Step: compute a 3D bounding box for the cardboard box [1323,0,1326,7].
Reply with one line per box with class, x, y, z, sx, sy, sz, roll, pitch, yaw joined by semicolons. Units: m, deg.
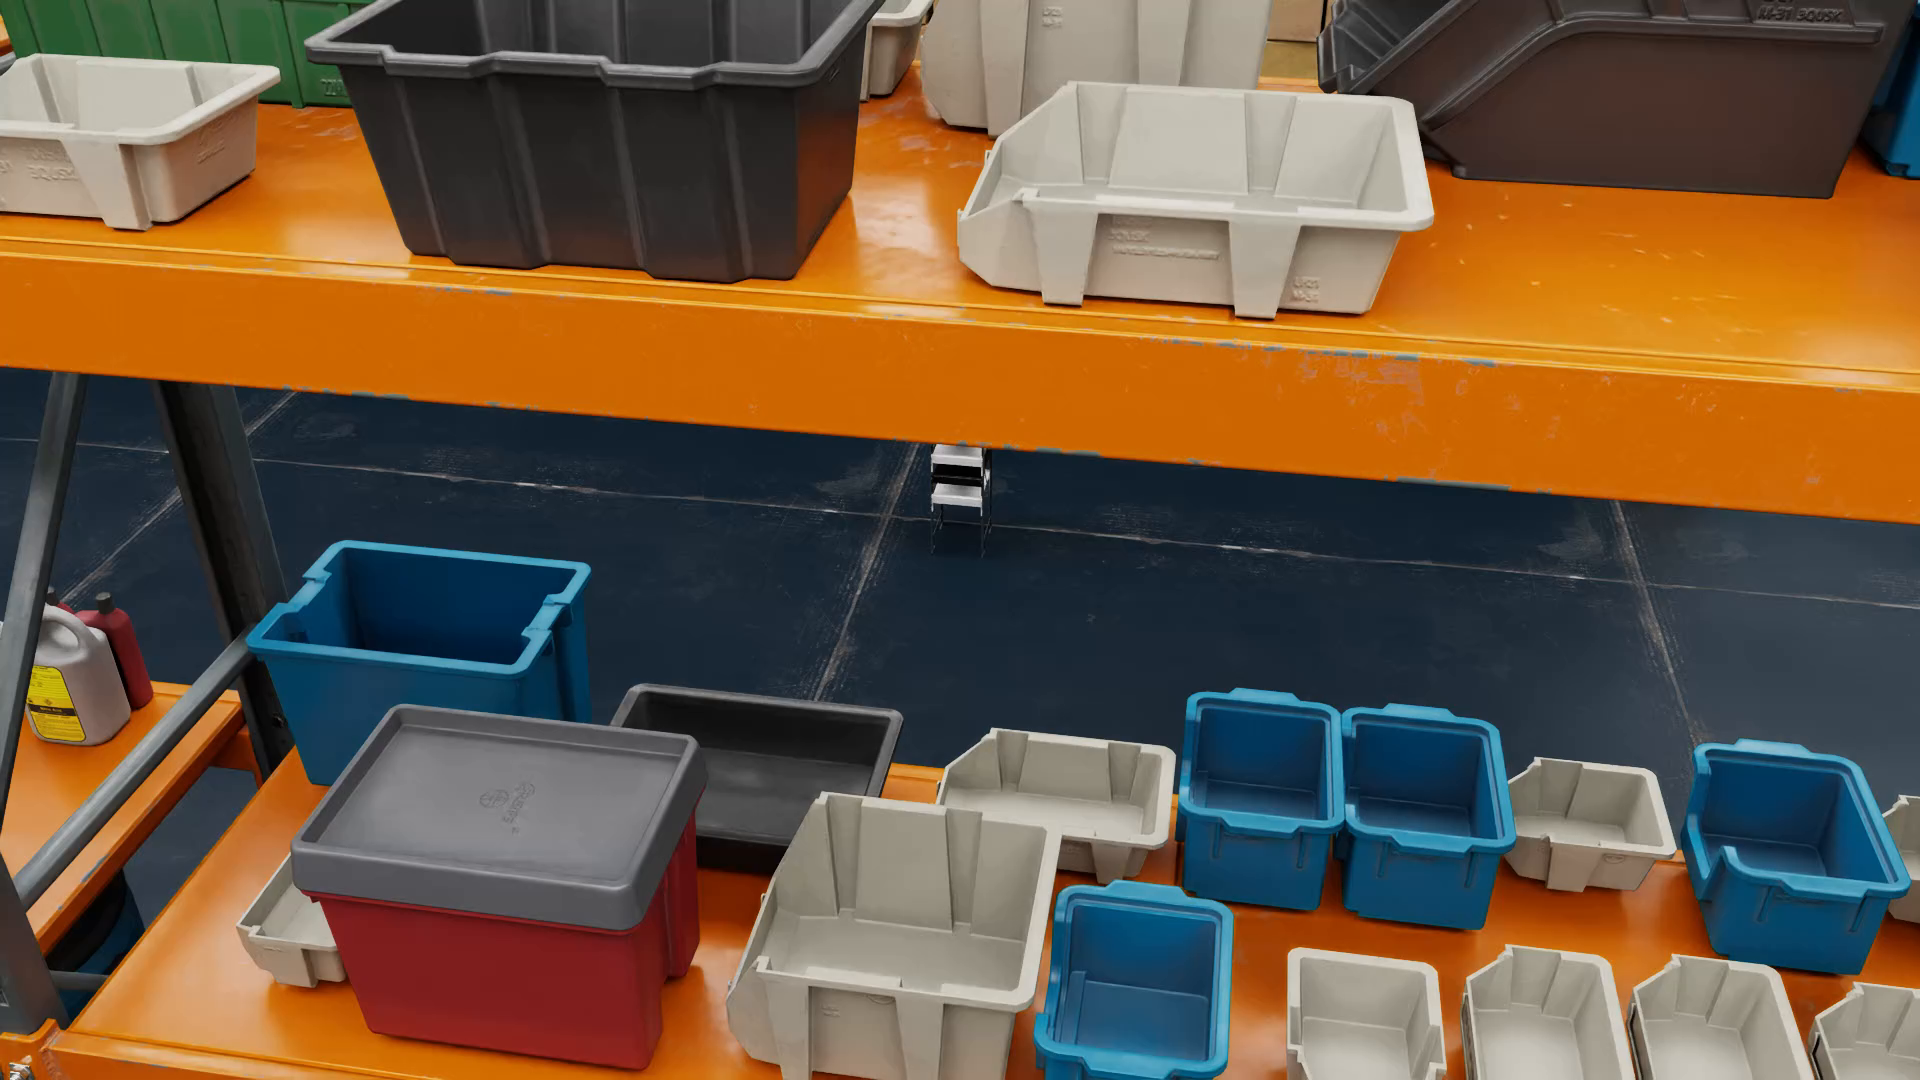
cardboard box;1.790;-2.523;6.917;0.500;0.500;0.500;6;32;9

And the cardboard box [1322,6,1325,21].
cardboard box;1.795;-2.099;7.182;0.500;0.500;0.500;5;32;8

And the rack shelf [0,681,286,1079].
rack shelf;-3.560;0.570;3.690;4.000;0.370;1.077;5;32;8

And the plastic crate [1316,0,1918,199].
plastic crate;0.895;-0.725;2.312;0.767;0.338;0.504;5;32;8

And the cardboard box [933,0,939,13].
cardboard box;0.175;-2.378;6.685;0.500;0.500;0.500;4;32;7

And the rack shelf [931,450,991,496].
rack shelf;0.008;-0.276;6.576;0.200;0.077;0.258;5;32;8

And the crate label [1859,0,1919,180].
crate label;1.500;-0.659;2.289;0.502;0.251;0.408;5;32;8

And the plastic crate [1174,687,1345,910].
plastic crate;0.573;0.508;3.213;0.300;0.233;0.416;5;32;8

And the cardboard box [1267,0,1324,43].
cardboard box;1.191;-2.286;6.538;0.500;0.500;0.500;6;33;10

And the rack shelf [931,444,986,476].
rack shelf;0.008;-0.352;6.528;0.200;0.077;0.258;5;32;8

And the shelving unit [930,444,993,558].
shelving unit;0.008;-0.381;6.510;0.210;0.900;0.258;5;32;8

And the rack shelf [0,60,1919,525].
rack shelf;0.383;-0.344;2.324;4.000;0.370;1.077;5;32;8

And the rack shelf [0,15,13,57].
rack shelf;-3.560;-0.701;2.894;4.000;0.370;1.077;5;32;8

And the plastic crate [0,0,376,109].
plastic crate;-1.120;-0.858;2.666;0.662;0.188;0.450;5;32;8

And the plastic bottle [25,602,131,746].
plastic bottle;-1.920;0.260;3.554;0.185;0.351;0.144;5;32;8

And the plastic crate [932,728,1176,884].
plastic crate;0.179;0.528;3.271;0.466;0.136;0.293;5;32;8

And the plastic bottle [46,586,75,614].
plastic bottle;-2.009;0.225;3.673;0.133;0.283;0.061;5;32;8

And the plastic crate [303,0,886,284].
plastic crate;-0.410;-0.518;2.047;0.590;0.269;0.497;5;32;8

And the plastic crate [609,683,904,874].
plastic crate;-0.439;0.494;3.336;0.590;0.125;0.437;5;32;8

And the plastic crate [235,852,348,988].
plastic crate;-1.153;0.646;3.082;0.243;0.136;0.396;5;32;8

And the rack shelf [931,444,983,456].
rack shelf;0.008;-0.429;6.480;0.200;0.077;0.258;5;32;8

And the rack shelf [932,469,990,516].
rack shelf;0.008;-0.200;6.623;0.200;0.077;0.258;5;32;8

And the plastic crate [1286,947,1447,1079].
plastic crate;0.664;0.847;2.762;0.250;0.136;0.298;5;32;8

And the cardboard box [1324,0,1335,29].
cardboard box;1.697;-2.240;6.465;0.500;0.500;0.500;6;33;10

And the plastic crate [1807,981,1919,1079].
plastic crate;1.521;0.909;2.663;0.243;0.136;0.396;5;32;8

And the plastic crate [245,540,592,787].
plastic crate;-1.070;0.288;3.421;0.575;0.384;0.392;5;32;8

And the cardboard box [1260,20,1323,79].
cardboard box;1.205;-1.866;6.810;0.500;0.500;0.500;5;32;8

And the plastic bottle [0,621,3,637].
plastic bottle;-2.126;0.259;3.696;0.097;0.201;0.097;0;32;0

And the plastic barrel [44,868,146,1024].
plastic barrel;-2.121;1.098;3.751;0.708;0.901;0.600;5;32;8

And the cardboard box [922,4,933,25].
cardboard box;-0.334;-2.424;6.758;0.500;0.500;0.500;6;33;9

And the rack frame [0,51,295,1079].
rack frame;-1.589;0.445;3.211;0.053;2.616;0.949;5;32;8

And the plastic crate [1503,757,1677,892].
plastic crate;1.196;0.560;3.219;0.298;0.136;0.250;5;32;8

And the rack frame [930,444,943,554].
rack frame;-0.092;-0.390;6.525;0.006;0.900;0.240;5;32;8

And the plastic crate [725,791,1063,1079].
plastic crate;-0.114;0.701;2.858;0.530;0.282;0.437;5;32;8

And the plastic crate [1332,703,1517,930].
plastic crate;0.869;0.535;3.170;0.300;0.233;0.416;5;32;8

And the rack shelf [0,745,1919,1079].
rack shelf;0.383;0.927;3.120;4.000;0.370;1.077;5;32;8

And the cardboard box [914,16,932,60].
cardboard box;-0.294;-2.001;7.025;0.500;0.500;0.500;6;33;9

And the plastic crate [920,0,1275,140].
plastic crate;0.222;-0.780;2.453;0.530;0.282;0.437;5;32;8

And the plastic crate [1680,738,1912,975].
plastic crate;1.518;0.593;3.076;0.300;0.233;0.416;5;32;8

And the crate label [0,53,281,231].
crate label;-1.154;-0.521;2.177;0.466;0.136;0.293;5;32;8

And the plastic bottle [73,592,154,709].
plastic bottle;-1.878;0.237;3.654;0.133;0.283;0.061;5;32;8

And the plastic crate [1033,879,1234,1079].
plastic crate;0.287;0.797;2.751;0.300;0.233;0.416;5;32;8

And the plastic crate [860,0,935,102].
plastic crate;-0.270;-0.801;2.625;0.466;0.136;0.293;5;32;8

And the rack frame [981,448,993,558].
rack frame;0.108;-0.372;6.496;0.006;0.900;0.240;5;32;8

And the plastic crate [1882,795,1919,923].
plastic crate;1.865;0.621;3.123;0.298;0.136;0.250;5;32;8

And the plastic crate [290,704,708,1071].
plastic crate;-0.750;0.602;2.844;0.583;0.464;0.402;5;32;8

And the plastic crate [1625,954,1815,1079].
plastic crate;1.237;0.876;2.716;0.243;0.136;0.396;5;32;8

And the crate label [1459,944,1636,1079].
crate label;0.959;0.864;2.735;0.243;0.136;0.396;5;32;8

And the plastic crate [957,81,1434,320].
plastic crate;0.276;-0.414;2.005;0.530;0.136;0.437;5;32;8
